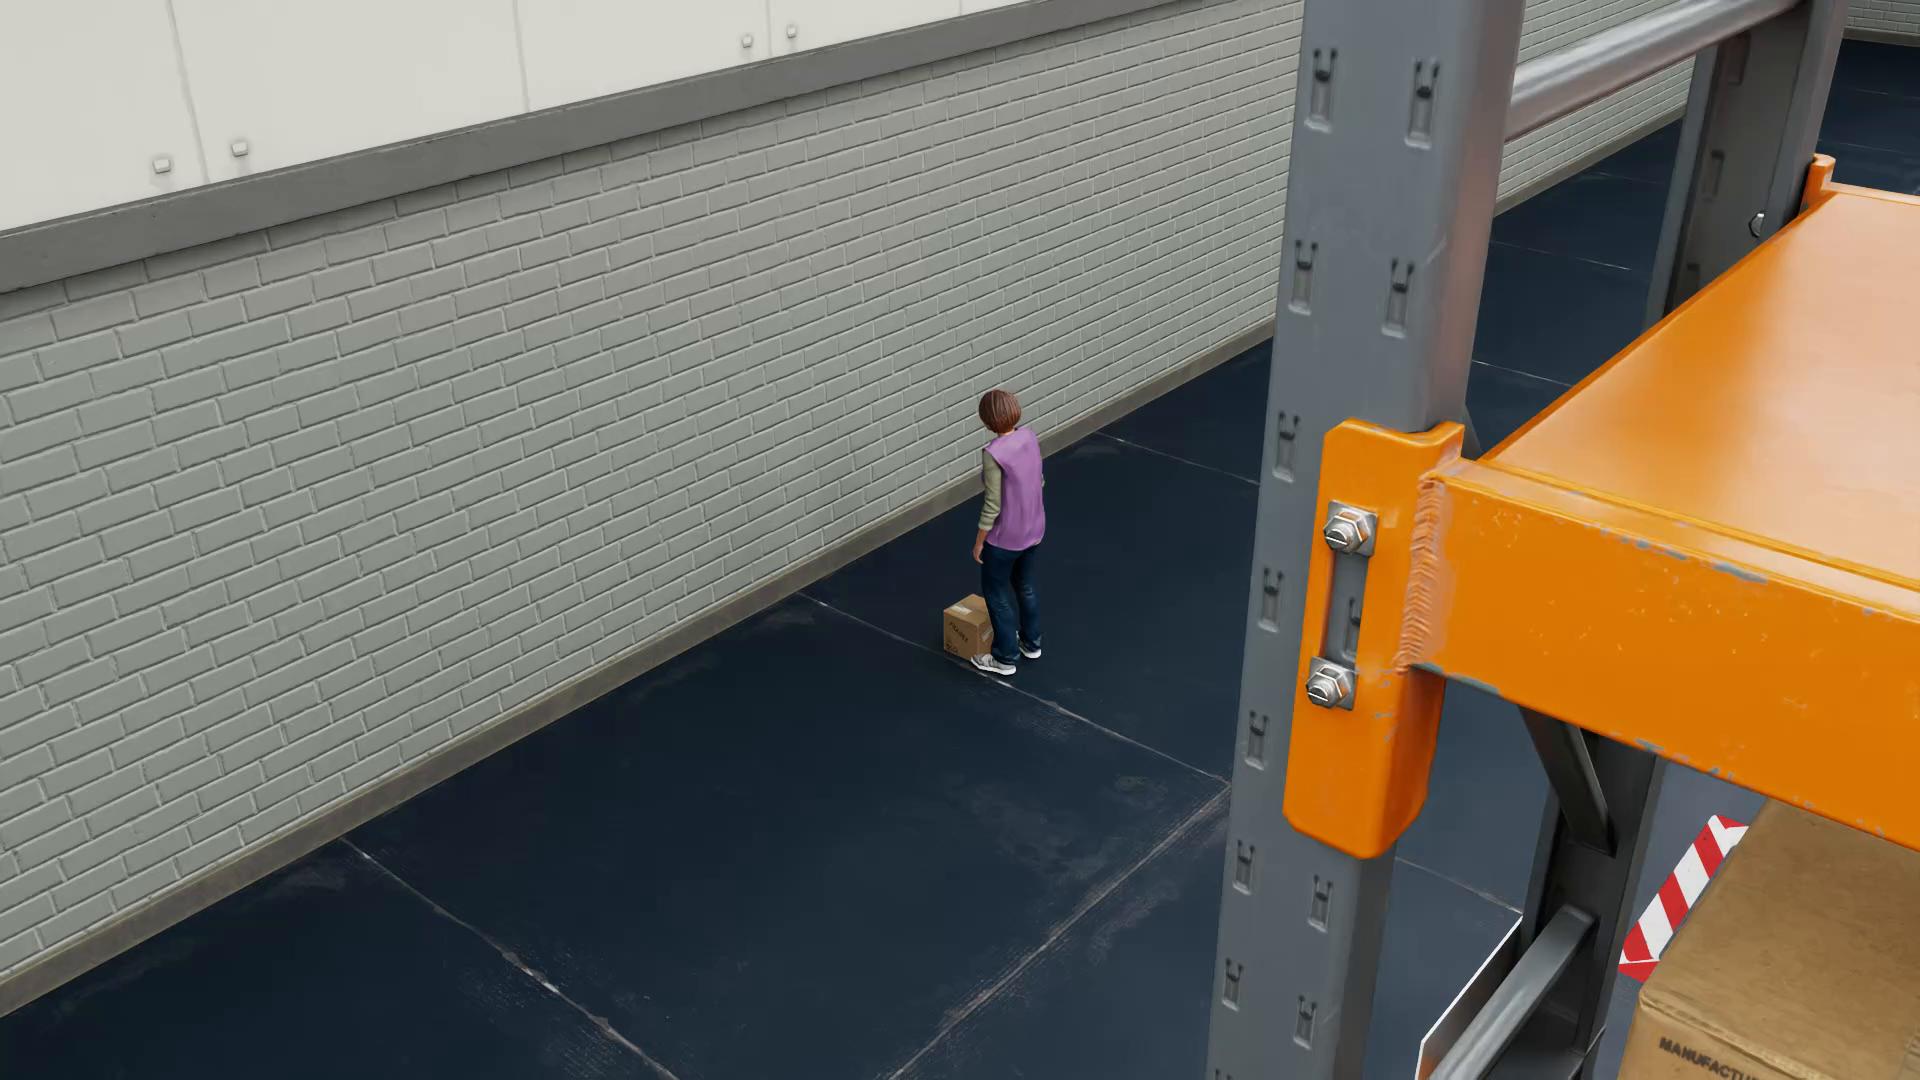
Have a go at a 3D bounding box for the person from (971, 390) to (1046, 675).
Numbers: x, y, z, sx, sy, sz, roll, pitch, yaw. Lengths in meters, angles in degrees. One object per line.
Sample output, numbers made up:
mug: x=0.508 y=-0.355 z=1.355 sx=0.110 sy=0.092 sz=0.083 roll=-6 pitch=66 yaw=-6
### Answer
person: x=0.260 y=-0.033 z=8.693 sx=0.342 sy=1.593 sz=0.481 roll=22 pitch=35 yaw=35
